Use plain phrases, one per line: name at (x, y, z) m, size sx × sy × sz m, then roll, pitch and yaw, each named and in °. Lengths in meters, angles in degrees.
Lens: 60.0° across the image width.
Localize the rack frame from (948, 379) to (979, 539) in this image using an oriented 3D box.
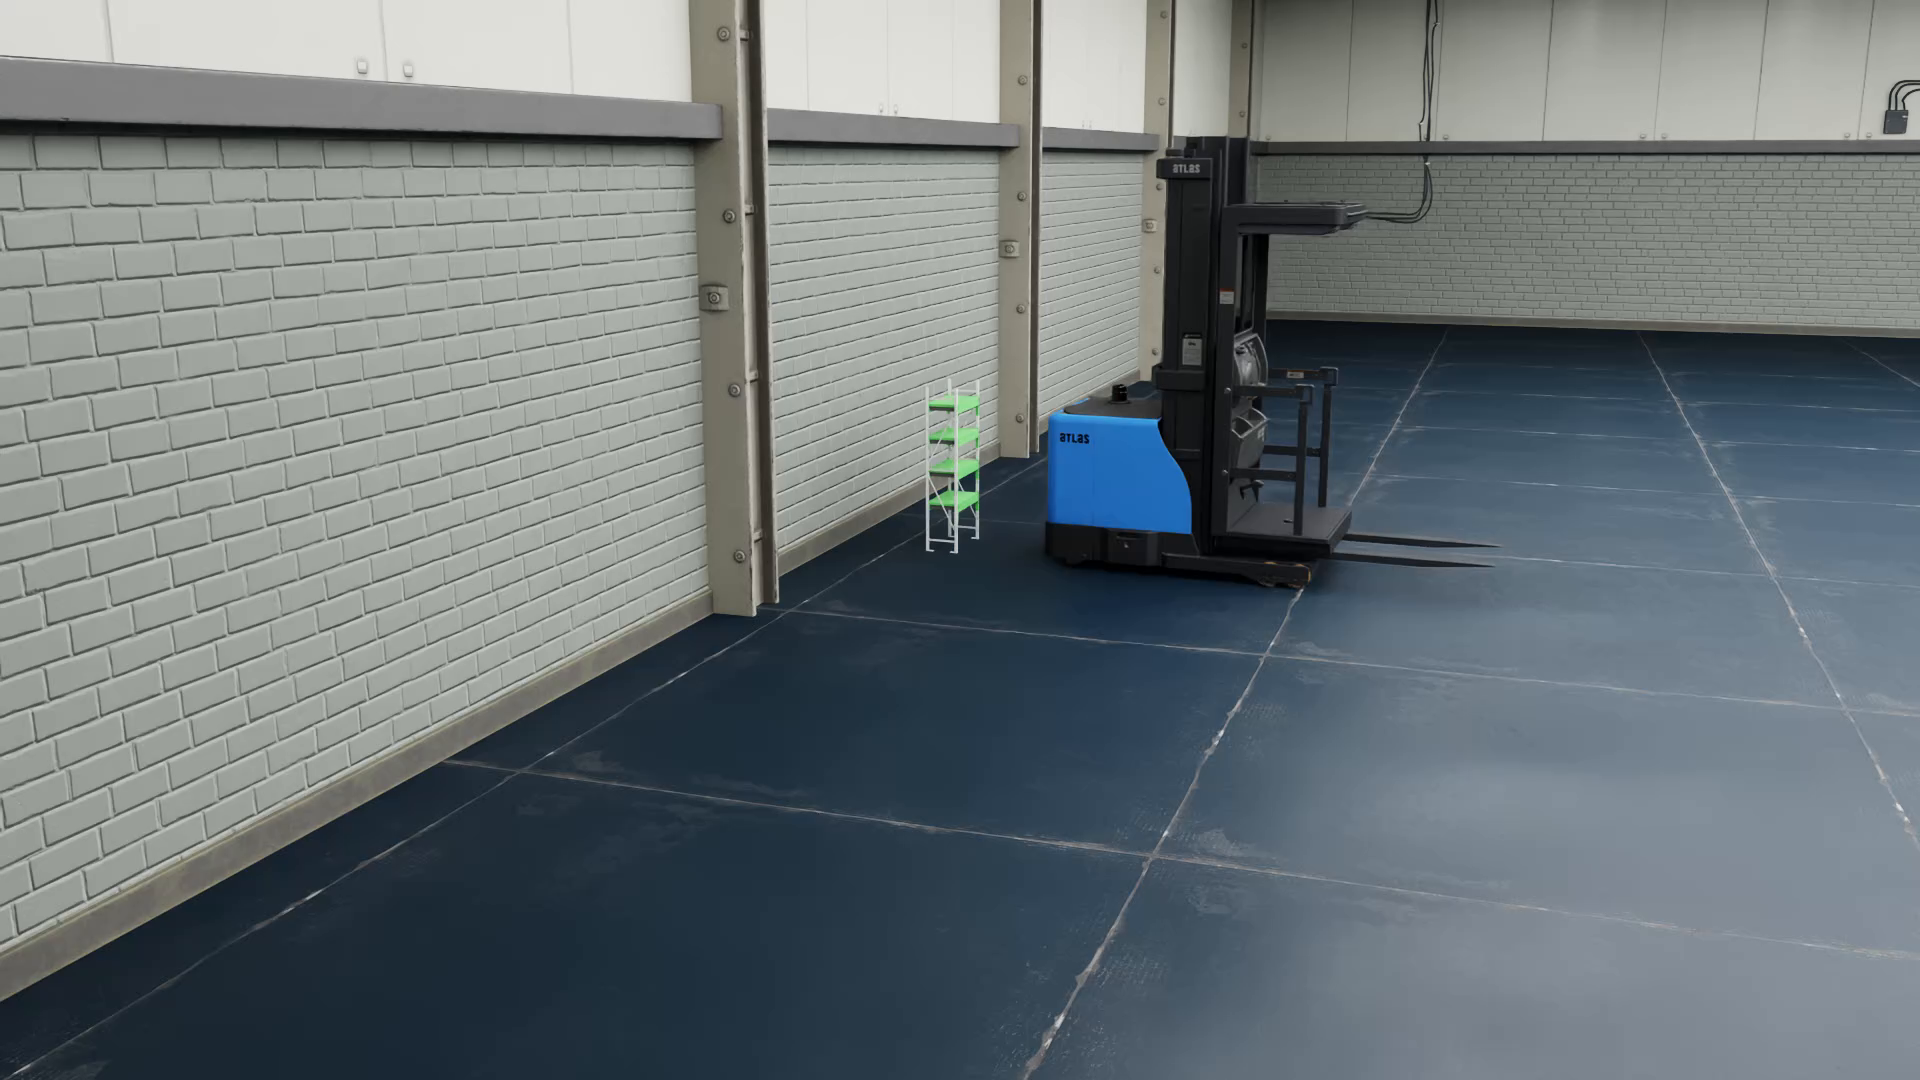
rack frame at (0.025, -0.601, 12.427) m, size 0.240 × 1.200 × 0.015 m, roll 4°, pitch 14°, yaw 18°

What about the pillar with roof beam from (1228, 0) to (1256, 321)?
pillar with roof beam at (8.521, -7.441, 24.866) m, size 9.100 × 9.000 × 0.400 m, roll 4°, pitch 14°, yaw 18°

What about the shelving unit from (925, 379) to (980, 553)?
shelving unit at (-0.054, -0.550, 12.202) m, size 0.258 × 1.200 × 0.503 m, roll 4°, pitch 14°, yaw 18°

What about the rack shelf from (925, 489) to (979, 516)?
rack shelf at (-0.054, -0.254, 12.269) m, size 0.258 × 0.148 × 0.480 m, roll 4°, pitch 14°, yaw 18°

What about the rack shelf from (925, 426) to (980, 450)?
rack shelf at (-0.054, -0.722, 12.163) m, size 0.258 × 0.148 × 0.480 m, roll 4°, pitch 14°, yaw 18°

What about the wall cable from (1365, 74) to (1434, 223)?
wall cable at (6.652, -6.762, 28.870) m, size 3.097 × 2.526 × 0.112 m, roll 4°, pitch 14°, yaw 18°

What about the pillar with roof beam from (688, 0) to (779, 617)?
pillar with roof beam at (2.697, -3.651, 8.261) m, size 9.100 × 9.000 × 0.400 m, roll 4°, pitch 14°, yaw 18°

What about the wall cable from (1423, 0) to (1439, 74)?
wall cable at (9.211, -9.030, 27.455) m, size 3.097 × 2.526 × 0.112 m, roll 4°, pitch 14°, yaw 18°

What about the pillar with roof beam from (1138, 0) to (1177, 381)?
pillar with roof beam at (6.579, -6.178, 19.331) m, size 9.100 × 9.000 × 0.400 m, roll 4°, pitch 14°, yaw 18°

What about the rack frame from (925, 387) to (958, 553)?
rack frame at (-0.132, -0.499, 11.977) m, size 0.240 × 1.200 × 0.015 m, roll 4°, pitch 14°, yaw 18°

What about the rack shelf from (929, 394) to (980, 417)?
rack shelf at (-0.054, -0.956, 12.109) m, size 0.258 × 0.148 × 0.480 m, roll 4°, pitch 14°, yaw 18°

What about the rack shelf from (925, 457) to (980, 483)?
rack shelf at (-0.054, -0.488, 12.216) m, size 0.258 × 0.148 × 0.480 m, roll 4°, pitch 14°, yaw 18°

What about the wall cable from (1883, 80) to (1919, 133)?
wall cable at (15.629, -9.247, 25.137) m, size 2.305 × 6.003 × 0.169 m, roll 4°, pitch 14°, yaw 18°

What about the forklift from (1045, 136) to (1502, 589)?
forklift at (2.169, -1.236, 11.315) m, size 3.031 × 2.935 × 1.130 m, roll 5°, pitch 14°, yaw 21°

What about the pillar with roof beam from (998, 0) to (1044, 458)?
pillar with roof beam at (4.638, -4.914, 13.796) m, size 9.100 × 9.000 × 0.400 m, roll 4°, pitch 14°, yaw 18°
